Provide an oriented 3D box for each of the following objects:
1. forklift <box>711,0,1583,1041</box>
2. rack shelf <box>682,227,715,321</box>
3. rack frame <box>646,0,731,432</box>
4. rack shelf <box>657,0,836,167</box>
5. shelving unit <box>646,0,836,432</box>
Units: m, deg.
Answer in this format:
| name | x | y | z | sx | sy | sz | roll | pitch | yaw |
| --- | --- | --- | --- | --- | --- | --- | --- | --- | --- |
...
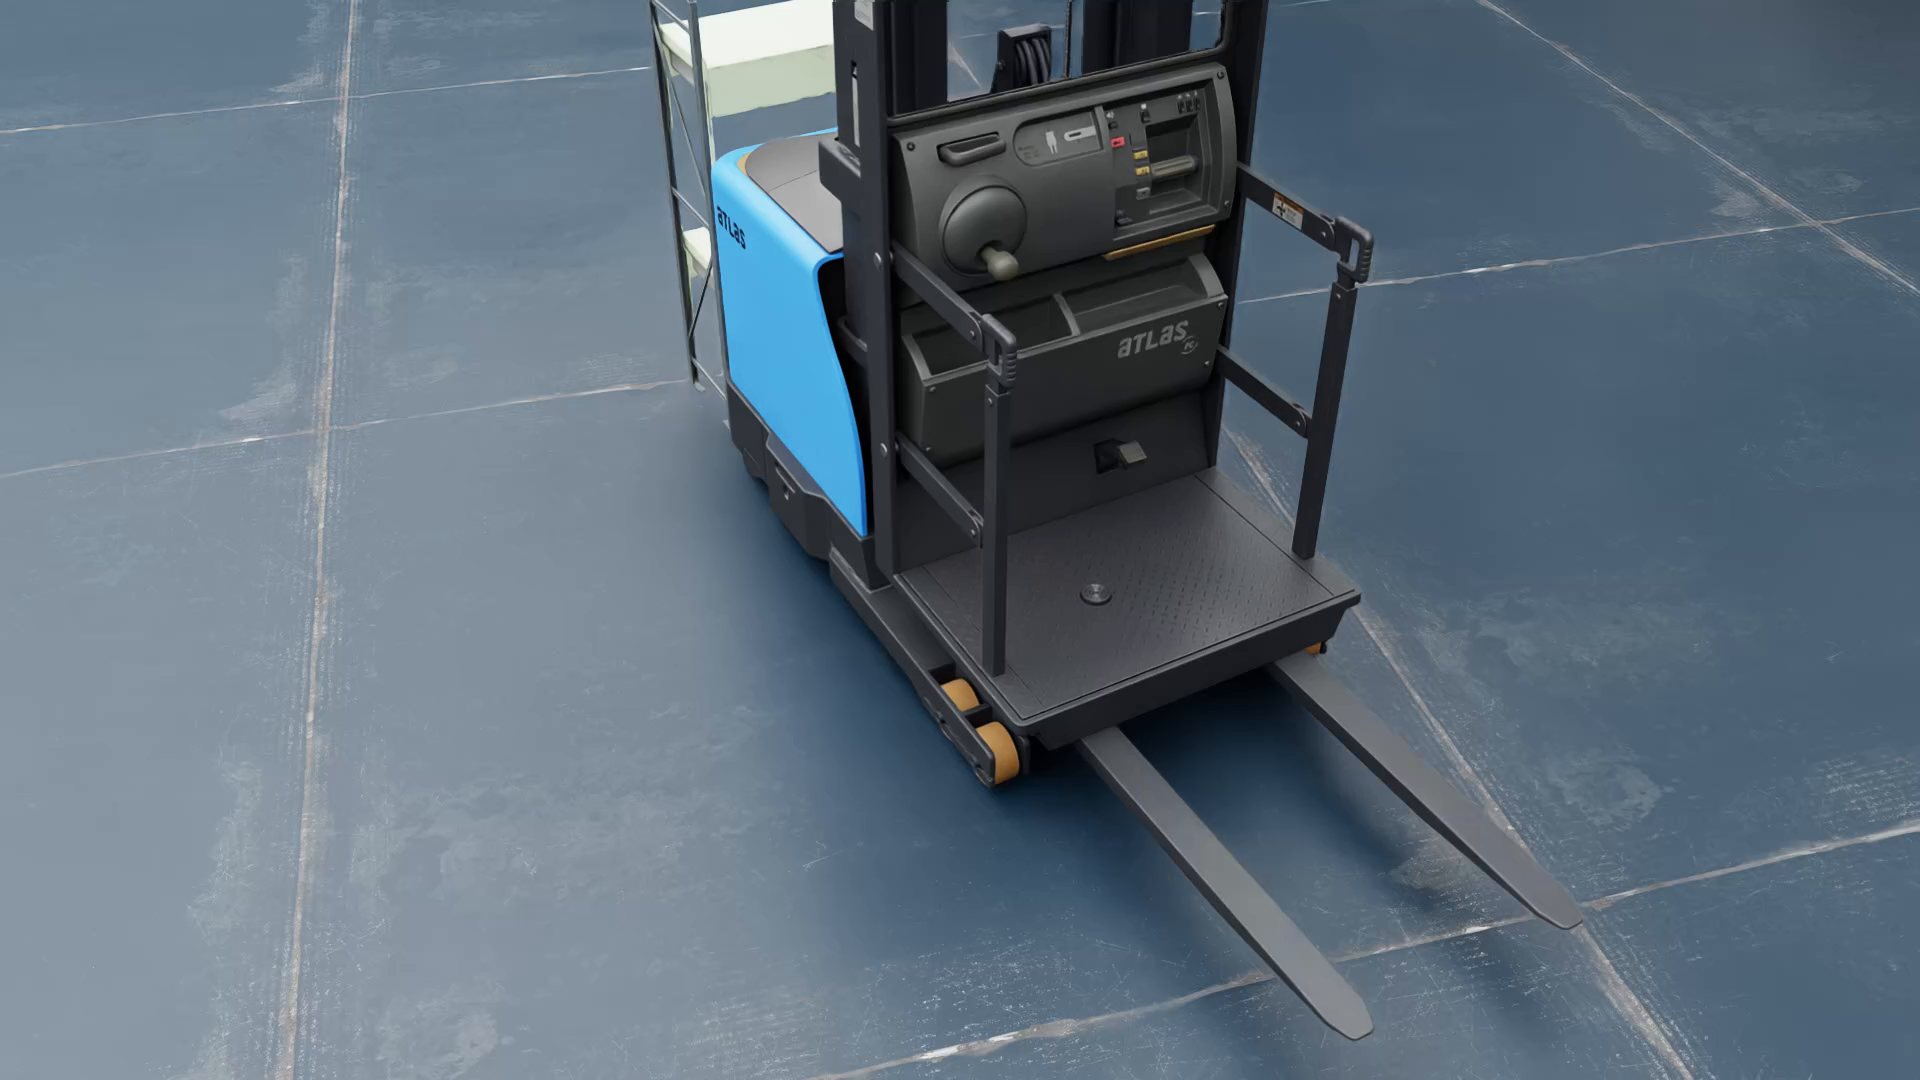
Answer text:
| name | x | y | z | sx | sy | sz | roll | pitch | yaw |
| --- | --- | --- | --- | --- | --- | --- | --- | --- | --- |
| forklift | 0.388 | -0.834 | 3.928 | 1.130 | 2.935 | 3.031 | -19 | 41 | -23 |
| rack shelf | -0.548 | -0.915 | 5.748 | 0.720 | 0.370 | 0.431 | -19 | 41 | -23 |
| rack frame | -0.868 | -1.067 | 5.409 | 0.023 | 1.500 | 0.400 | -19 | 41 | -23 |
| rack shelf | -0.548 | -1.485 | 5.314 | 0.720 | 0.370 | 0.431 | -19 | 41 | -23 |
| shelving unit | -0.548 | -1.174 | 5.550 | 0.755 | 1.500 | 0.431 | -19 | 41 | -23 |
